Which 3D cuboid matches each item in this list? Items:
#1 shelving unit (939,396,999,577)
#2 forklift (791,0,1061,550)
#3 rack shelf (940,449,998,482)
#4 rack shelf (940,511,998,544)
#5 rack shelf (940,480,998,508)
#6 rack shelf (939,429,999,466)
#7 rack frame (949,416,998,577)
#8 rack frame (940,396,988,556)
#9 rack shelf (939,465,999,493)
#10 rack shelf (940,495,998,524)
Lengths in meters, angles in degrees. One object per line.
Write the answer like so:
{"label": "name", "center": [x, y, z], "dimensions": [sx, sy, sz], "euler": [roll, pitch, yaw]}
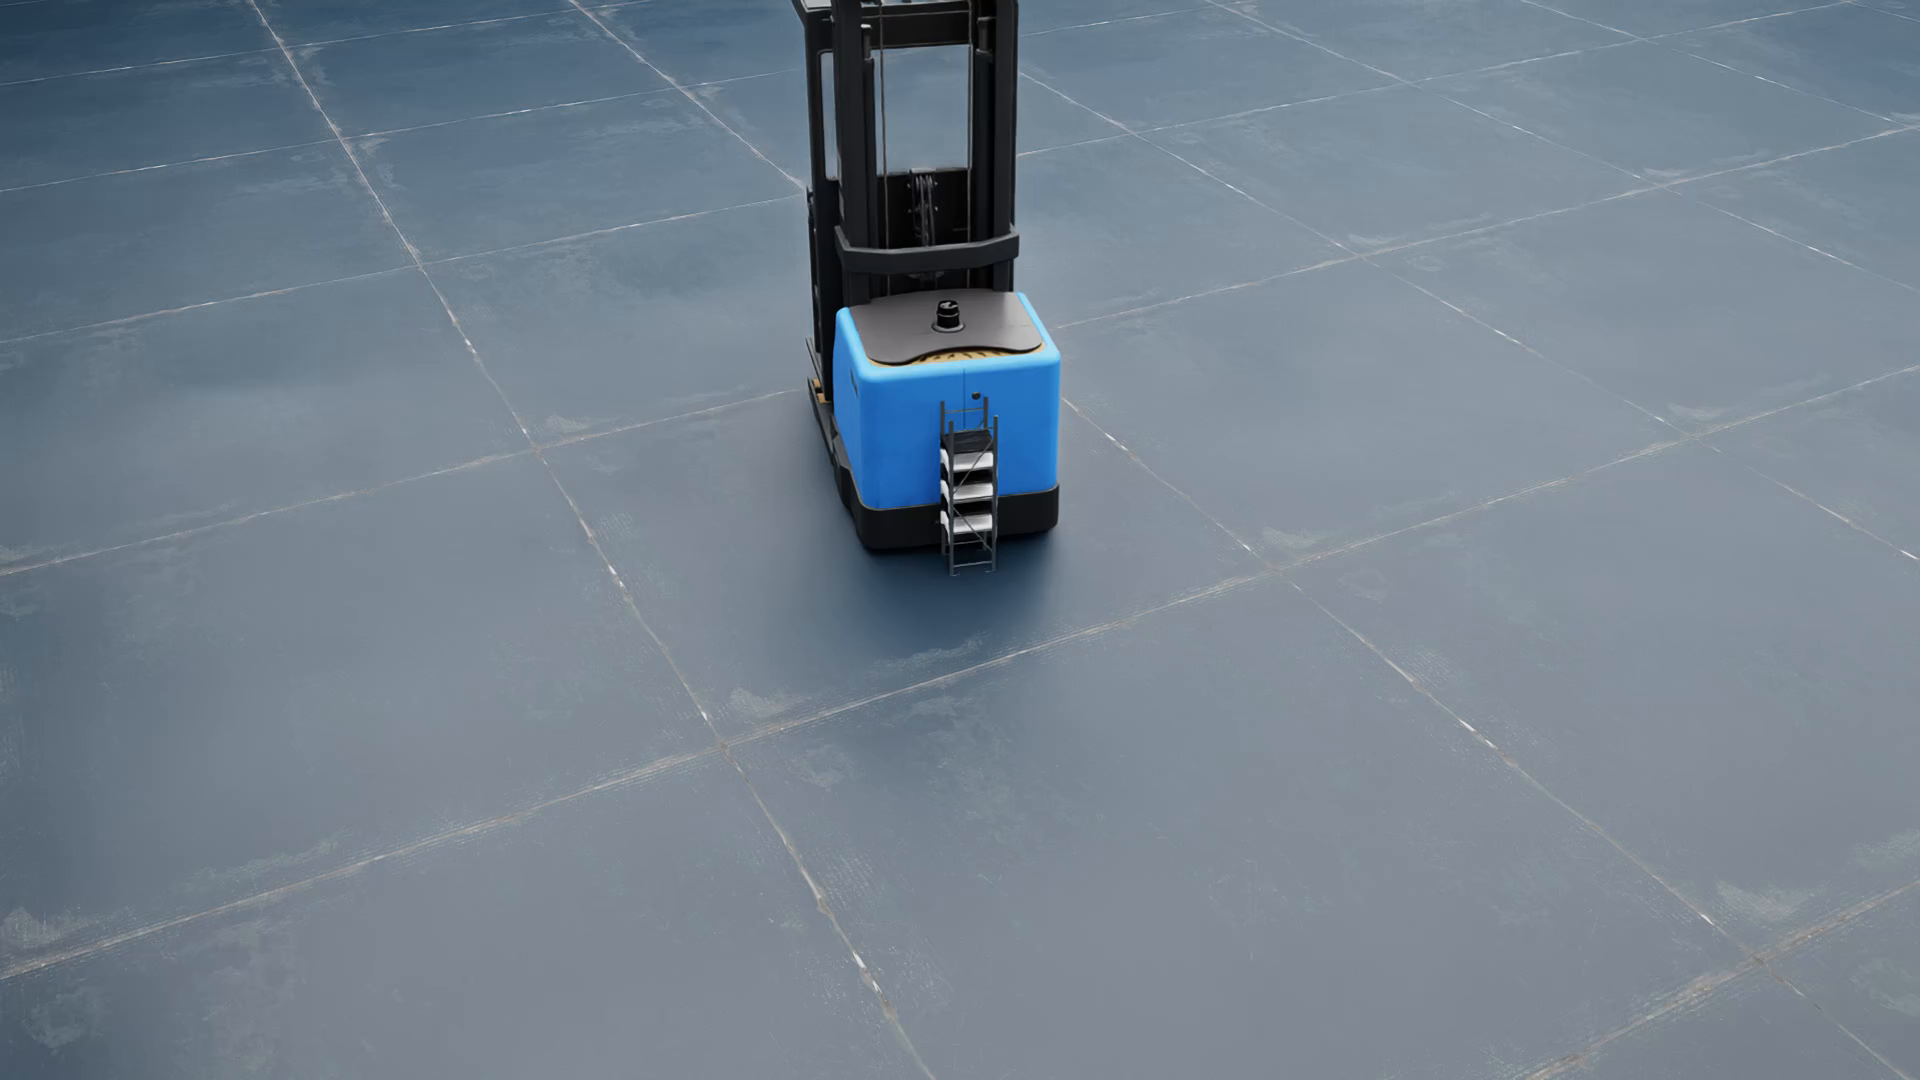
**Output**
{"label": "shelving unit", "center": [0.043, -0.259, 8.320], "dimensions": [0.258, 0.900, 0.210], "euler": [-7, 33, -10]}
{"label": "forklift", "center": [-0.297, -1.971, 9.109], "dimensions": [1.130, 2.935, 3.031], "euler": [-7, 33, -10]}
{"label": "rack shelf", "center": [0.043, -0.383, 8.241], "dimensions": [0.258, 0.077, 0.200], "euler": [-7, 33, -10]}
{"label": "rack shelf", "center": [0.043, -0.080, 8.436], "dimensions": [0.258, 0.077, 0.200], "euler": [-7, 33, -10]}
{"label": "rack shelf", "center": [0.043, -0.231, 8.338], "dimensions": [0.258, 0.077, 0.200], "euler": [-7, 33, -10]}
{"label": "rack shelf", "center": [0.043, -0.459, 8.193], "dimensions": [0.258, 0.077, 0.200], "euler": [-7, 33, -10]}
{"label": "rack frame", "center": [0.065, -0.206, 8.237], "dimensions": [0.240, 0.900, 0.006], "euler": [-7, 33, -10]}
{"label": "rack frame", "center": [0.022, -0.313, 8.404], "dimensions": [0.240, 0.900, 0.006], "euler": [-7, 33, -10]}
{"label": "rack shelf", "center": [0.043, -0.307, 8.290], "dimensions": [0.258, 0.077, 0.200], "euler": [-7, 33, -10]}
{"label": "rack shelf", "center": [0.043, -0.155, 8.387], "dimensions": [0.258, 0.077, 0.200], "euler": [-7, 33, -10]}
